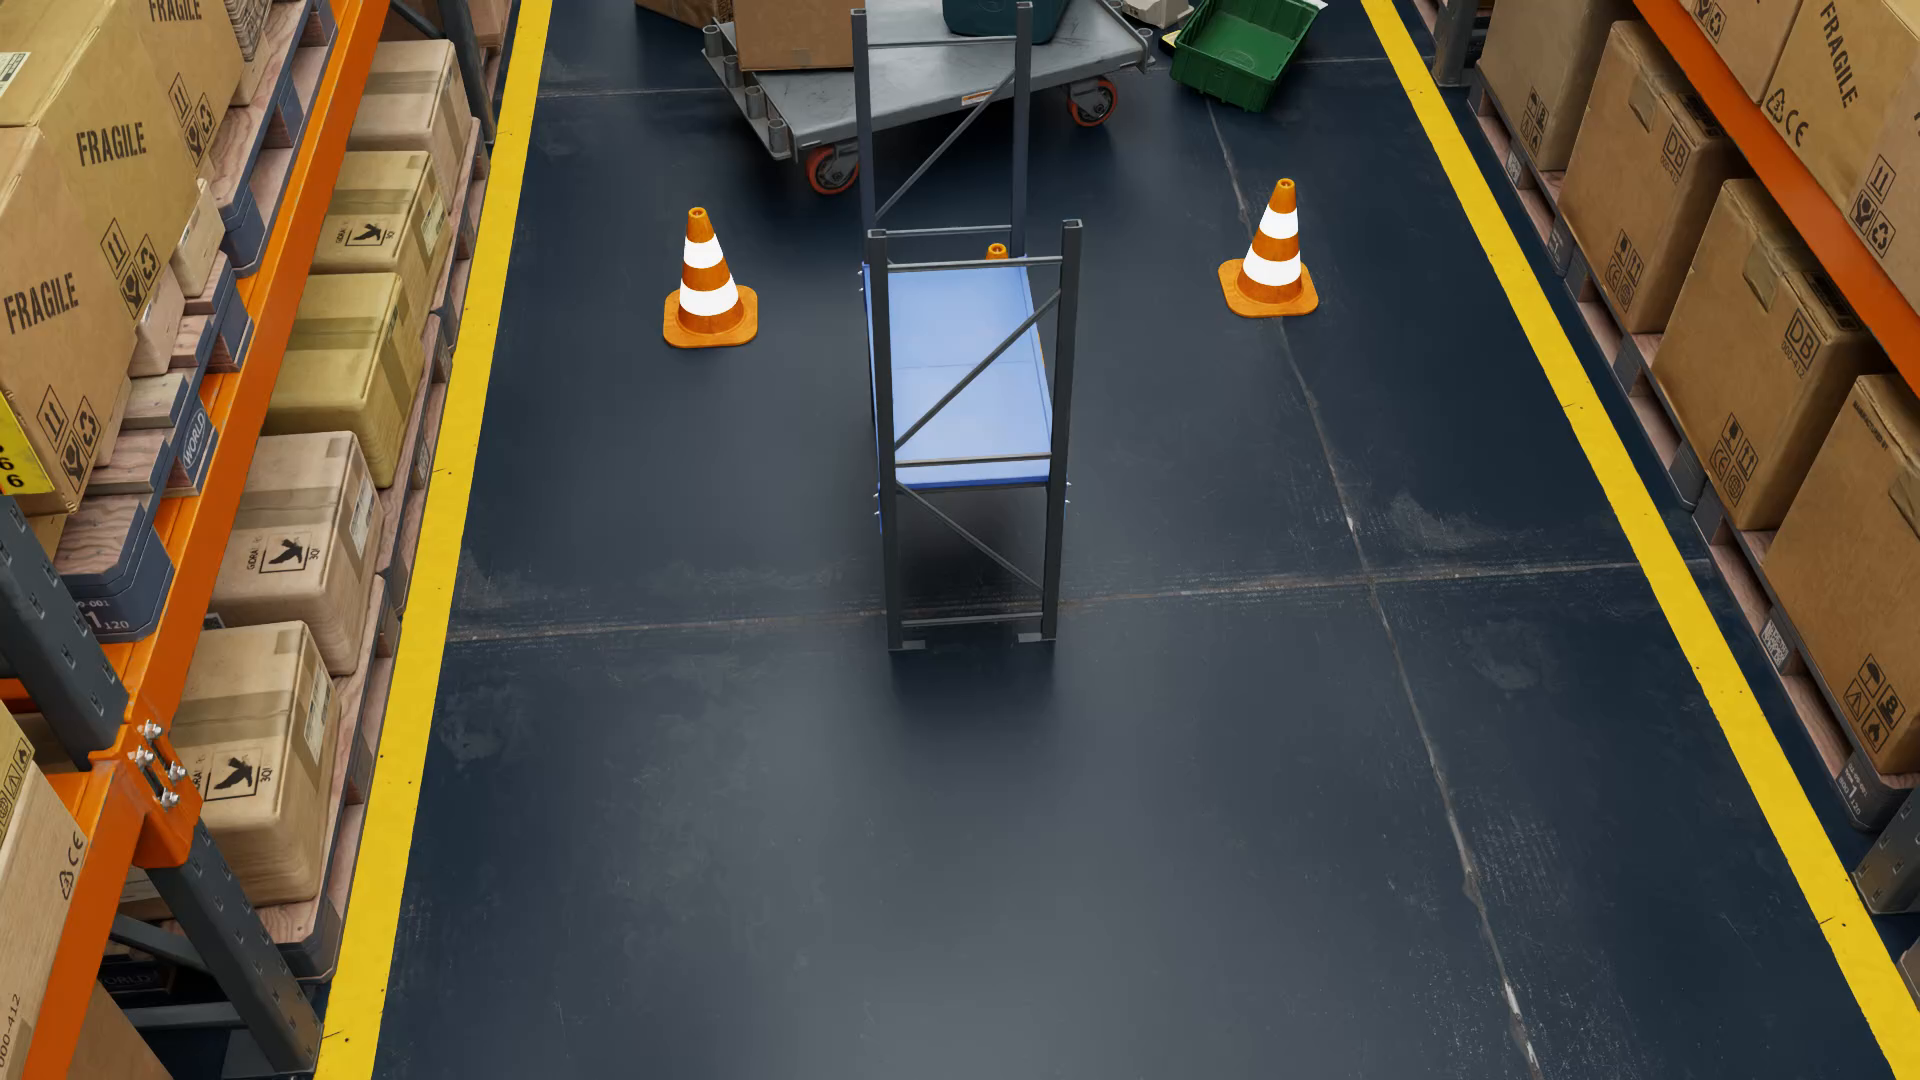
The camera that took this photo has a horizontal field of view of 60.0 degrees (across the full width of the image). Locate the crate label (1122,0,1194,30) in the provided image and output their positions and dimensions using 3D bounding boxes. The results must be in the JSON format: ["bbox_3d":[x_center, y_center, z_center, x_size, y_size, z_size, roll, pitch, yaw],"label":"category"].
[{"bbox_3d":[0.873,-2.423,7.451,0.298,0.136,0.250,-36,56,-29],"label":"crate label"}]

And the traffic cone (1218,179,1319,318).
[{"bbox_3d":[1.133,-1.087,5.961,0.336,0.463,0.334,-3,47,-3],"label":"traffic cone"}]

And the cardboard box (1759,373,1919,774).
[{"bbox_3d":[2.899,0.056,4.391,1.050,0.750,0.750,-4,47,-4],"label":"cardboard box"}]

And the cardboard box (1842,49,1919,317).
[{"bbox_3d":[2.515,-0.832,3.903,0.500,0.500,0.500,-3,47,-3],"label":"cardboard box"}]

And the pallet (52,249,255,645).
[{"bbox_3d":[-2.229,-0.197,3.502,1.213,0.211,1.003,-3,47,-3],"label":"pallet"}]

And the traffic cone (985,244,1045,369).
[{"bbox_3d":[0.121,-0.814,5.702,0.336,0.463,0.334,-3,47,-3],"label":"traffic cone"}]

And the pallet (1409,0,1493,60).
[{"bbox_3d":[2.540,-2.617,7.584,1.003,0.211,1.213,-3,47,-3],"label":"pallet"}]

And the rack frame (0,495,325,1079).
[{"bbox_3d":[-2.064,0.247,2.950,1.000,3.000,0.127,-3,47,-3],"label":"rack frame"}]

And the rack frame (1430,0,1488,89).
[{"bbox_3d":[2.526,-3.021,6.046,1.000,3.000,0.127,-3,47,-3],"label":"rack frame"}]

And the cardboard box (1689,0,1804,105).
[{"bbox_3d":[2.426,-1.564,4.597,0.500,0.500,0.500,-3,47,-3],"label":"cardboard box"}]

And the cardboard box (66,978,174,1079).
[{"bbox_3d":[-2.089,1.338,3.091,0.875,0.875,0.875,-4,47,-4],"label":"cardboard box"}]

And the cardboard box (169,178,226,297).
[{"bbox_3d":[-1.875,-0.665,3.698,0.380,0.149,0.250,-3,47,-3],"label":"cardboard box"}]

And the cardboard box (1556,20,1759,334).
[{"bbox_3d":[2.744,-1.250,5.628,1.050,0.750,0.750,-3,47,-3],"label":"cardboard box"}]

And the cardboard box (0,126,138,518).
[{"bbox_3d":[-1.871,-0.374,2.975,0.500,0.500,0.500,-5,47,-4],"label":"cardboard box"}]

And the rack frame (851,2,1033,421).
[{"bbox_3d":[-0.050,-0.945,5.112,0.500,1.500,0.032,-3,47,-3],"label":"rack frame"}]

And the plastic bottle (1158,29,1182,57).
[{"bbox_3d":[0.999,-2.119,7.215,0.133,0.061,0.283,-27,52,-23],"label":"plastic bottle"}]

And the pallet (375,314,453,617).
[{"bbox_3d":[-2.227,-0.241,5.332,1.003,0.211,1.213,-3,47,-3],"label":"pallet"}]

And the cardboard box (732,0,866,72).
[{"bbox_3d":[-0.627,-2.178,6.447,0.500,0.500,0.500,-3,47,-3],"label":"cardboard box"}]

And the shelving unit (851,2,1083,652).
[{"bbox_3d":[-0.007,-0.577,4.764,0.538,1.500,1.048,-3,47,-3],"label":"shelving unit"}]

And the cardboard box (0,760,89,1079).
[{"bbox_3d":[-1.763,0.648,2.673,0.500,0.250,0.500,-5,47,-5],"label":"cardboard box"}]

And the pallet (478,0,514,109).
[{"bbox_3d":[-2.490,-2.172,7.162,1.003,0.211,1.213,-3,47,-3],"label":"pallet"}]

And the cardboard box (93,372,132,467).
[{"bbox_3d":[-1.896,-0.264,3.318,0.380,0.149,0.250,-6,47,-6],"label":"cardboard box"}]

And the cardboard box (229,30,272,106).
[{"bbox_3d":[-1.993,-1.230,4.233,0.380,0.149,0.250,-2,47,-2],"label":"cardboard box"}]

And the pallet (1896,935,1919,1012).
[{"bbox_3d":[2.925,1.397,3.782,1.003,0.211,1.213,-3,47,-3],"label":"pallet"}]

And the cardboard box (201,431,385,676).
[{"bbox_3d":[-2.171,0.063,4.645,0.950,0.372,0.625,-4,47,-4],"label":"cardboard box"}]

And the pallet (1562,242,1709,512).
[{"bbox_3d":[2.771,-0.624,5.696,1.003,0.211,1.213,-3,47,-3],"label":"pallet"}]

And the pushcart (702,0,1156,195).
[{"bbox_3d":[-0.131,-1.920,6.809,1.648,0.377,0.936,-19,49,-17],"label":"pushcart"}]

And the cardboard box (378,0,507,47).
[{"bbox_3d":[-2.179,-2.290,6.957,0.500,0.250,0.500,-5,47,-5],"label":"cardboard box"}]

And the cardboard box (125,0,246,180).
[{"bbox_3d":[-1.972,-1.134,3.696,0.500,0.500,0.500,-3,47,-3],"label":"cardboard box"}]

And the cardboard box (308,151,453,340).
[{"bbox_3d":[-2.289,-0.989,5.641,0.950,0.372,0.625,-1,47,-1],"label":"cardboard box"}]

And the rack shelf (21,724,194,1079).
[{"bbox_3d":[-1.896,1.941,1.841,1.077,0.370,4.000,-3,47,-3],"label":"rack shelf"}]
